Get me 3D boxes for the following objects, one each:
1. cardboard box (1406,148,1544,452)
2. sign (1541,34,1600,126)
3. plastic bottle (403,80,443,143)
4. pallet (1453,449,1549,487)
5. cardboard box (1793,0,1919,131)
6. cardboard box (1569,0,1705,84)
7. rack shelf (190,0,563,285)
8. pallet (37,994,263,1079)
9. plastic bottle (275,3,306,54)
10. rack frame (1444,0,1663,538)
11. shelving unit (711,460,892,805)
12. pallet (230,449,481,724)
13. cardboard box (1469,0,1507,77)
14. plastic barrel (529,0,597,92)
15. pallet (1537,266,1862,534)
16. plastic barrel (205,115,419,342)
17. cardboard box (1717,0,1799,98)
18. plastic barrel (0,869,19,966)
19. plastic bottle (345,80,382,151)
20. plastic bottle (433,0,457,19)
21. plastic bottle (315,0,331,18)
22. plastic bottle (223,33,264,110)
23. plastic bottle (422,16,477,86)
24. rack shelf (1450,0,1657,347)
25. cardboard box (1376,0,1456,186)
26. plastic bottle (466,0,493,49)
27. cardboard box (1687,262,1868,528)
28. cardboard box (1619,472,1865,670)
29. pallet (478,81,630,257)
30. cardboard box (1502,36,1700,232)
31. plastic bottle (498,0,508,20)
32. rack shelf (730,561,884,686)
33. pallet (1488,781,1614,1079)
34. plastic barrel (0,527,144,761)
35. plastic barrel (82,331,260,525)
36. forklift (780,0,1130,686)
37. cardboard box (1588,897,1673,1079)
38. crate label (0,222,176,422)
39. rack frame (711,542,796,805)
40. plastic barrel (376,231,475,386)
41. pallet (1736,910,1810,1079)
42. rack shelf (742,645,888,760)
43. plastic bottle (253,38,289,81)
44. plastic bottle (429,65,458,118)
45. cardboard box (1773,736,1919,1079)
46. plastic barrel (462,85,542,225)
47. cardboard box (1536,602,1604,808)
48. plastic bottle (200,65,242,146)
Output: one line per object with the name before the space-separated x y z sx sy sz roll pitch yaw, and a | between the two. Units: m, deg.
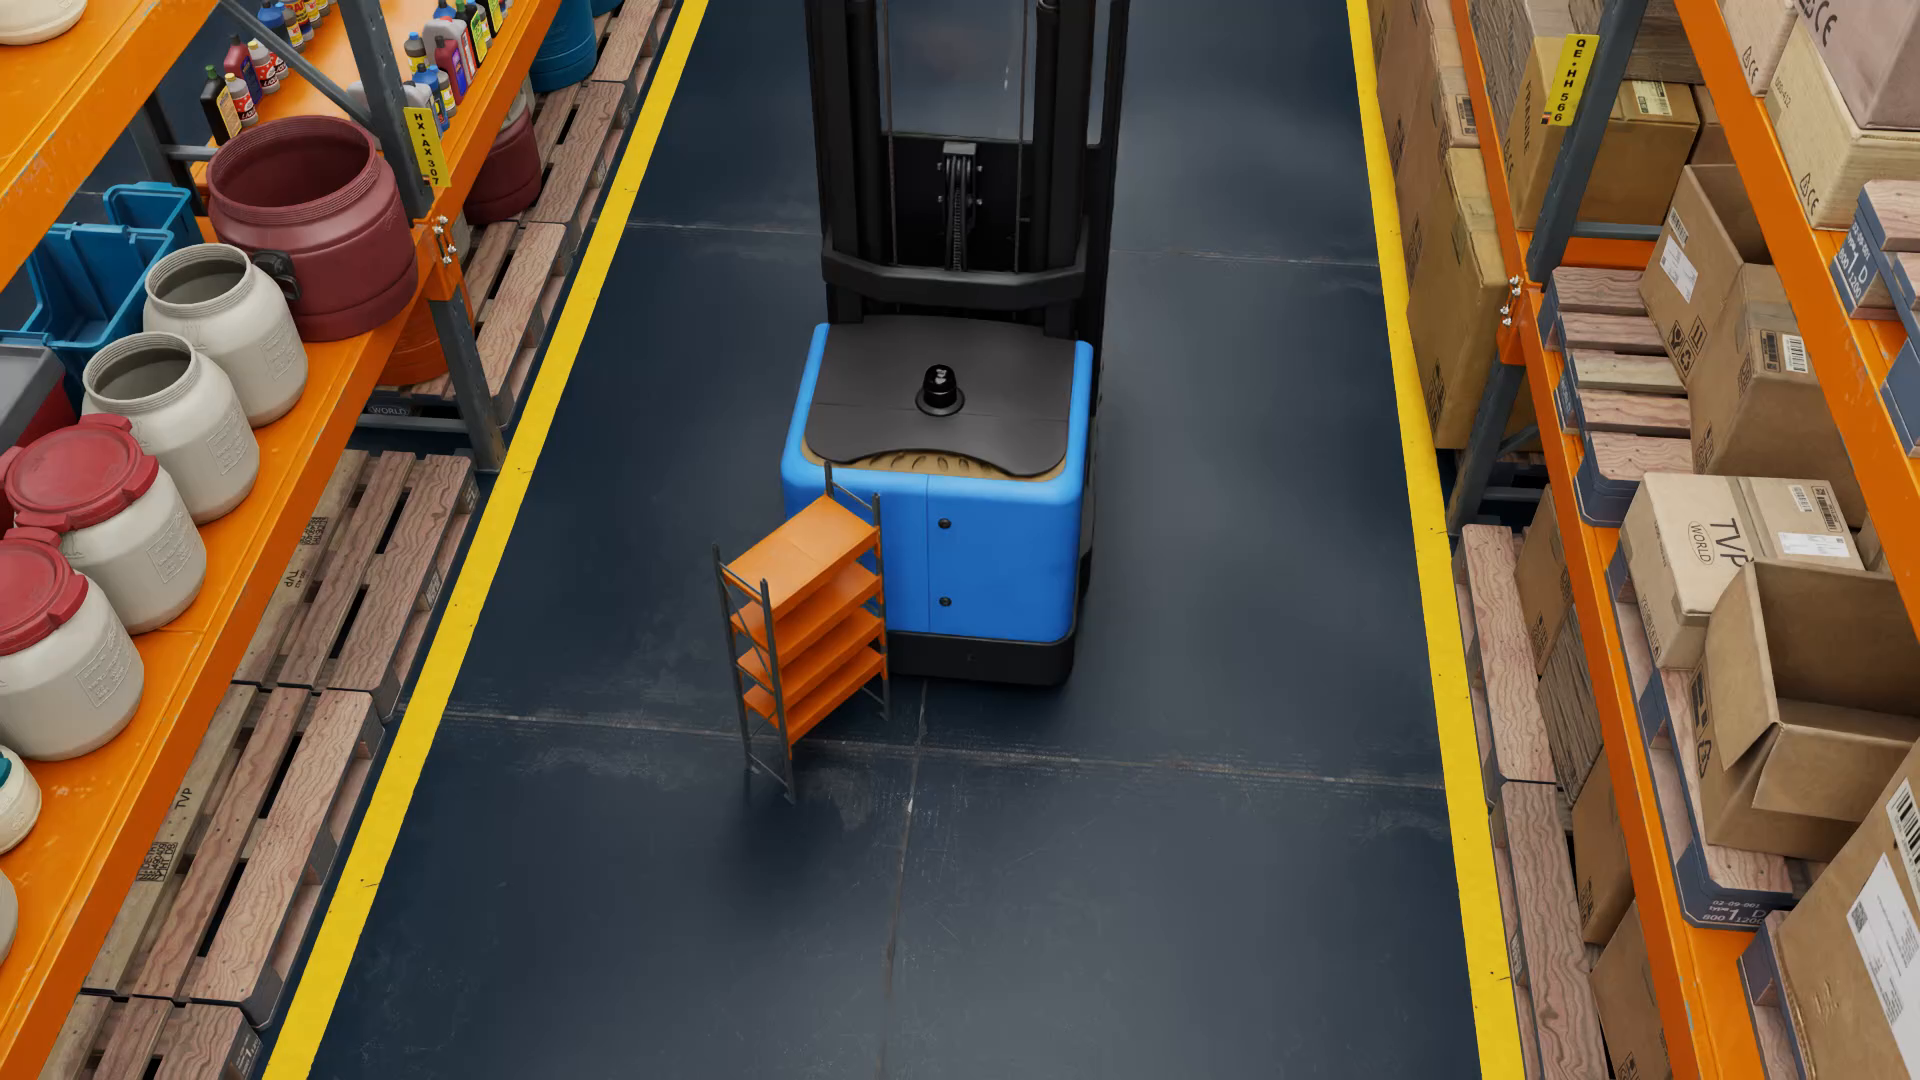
cardboard box | 2.577 -0.966 6.782 1.225 0.875 0.875 2 48 2
sign | 1.941 -1.462 5.295 0.100 0.325 0.005 4 48 4
plastic bottle | -2.077 -1.623 6.312 0.152 0.276 0.135 4 48 4
pallet | 2.641 -0.669 7.245 1.003 0.211 1.213 4 48 4
cardboard box | 2.106 -1.180 3.383 0.500 0.500 0.500 3 48 2
cardboard box | 2.577 -1.944 5.774 0.797 0.503 0.637 5 48 5
rack shelf | -2.256 -2.596 7.605 1.077 0.370 4.000 4 48 4
pallet | -2.770 1.932 4.866 1.003 0.211 1.213 4 48 4
plastic bottle | -2.750 -2.096 6.795 0.097 0.201 0.097 0 48 0
rack frame | 2.494 -1.036 5.691 1.000 3.000 0.127 4 48 4
shelving unit | -0.512 0.340 5.652 0.258 1.200 0.503 34 56 27
pallet | -2.548 0.139 6.506 1.003 0.211 1.213 4 48 4
cardboard box | 2.387 -2.197 6.685 0.500 0.500 0.500 2 48 2
plastic barrel | -2.205 -2.823 8.463 0.600 0.901 0.708 4 48 4
pallet | 2.535 -0.440 5.276 1.213 0.211 1.003 4 48 4
plastic barrel | -2.179 -1.054 5.615 0.600 0.536 0.708 4 48 4
cardboard box | 2.150 -1.292 3.994 0.500 0.250 0.500 5 48 4
plastic barrel | -2.498 0.836 3.886 0.433 0.535 0.433 0 48 0
plastic bottle | -2.229 -1.634 6.321 0.152 0.276 0.135 4 48 4
plastic bottle | -2.058 -2.049 6.705 0.097 0.271 0.097 0 48 0
plastic bottle | -2.724 -2.310 6.991 0.097 0.201 0.097 0 48 0
plastic bottle | -2.806 -1.825 6.492 0.061 0.283 0.133 4 48 4
plastic bottle | -2.035 -1.963 6.623 0.152 0.276 0.135 4 48 4
rack shelf | 2.676 -2.263 7.300 1.077 0.370 4.000 4 48 4
cardboard box | 2.739 -2.272 7.976 1.225 0.875 0.875 2 48 2
plastic bottle | -1.985 -2.120 6.816 0.097 0.201 0.097 0 48 0
cardboard box | 2.533 -0.395 4.752 0.700 0.500 0.500 10 48 9
cardboard box | 2.112 0.089 4.479 0.500 0.250 0.500 3 48 2
pallet | -2.294 -1.904 8.374 1.003 0.211 1.213 4 48 4
cardboard box | 2.292 -1.449 6.001 0.500 0.500 0.500 5 48 5
plastic bottle | -1.964 -2.313 6.946 0.097 0.271 0.097 0 48 0
rack shelf | -0.512 0.234 5.537 0.258 0.148 0.480 34 56 27
pallet | 2.307 1.373 5.377 1.003 0.211 1.213 4 48 4
plastic barrel | -2.431 0.297 4.379 0.433 0.535 0.433 0 48 0
plastic barrel | -2.358 -0.327 4.966 0.421 0.512 0.421 0 48 0
forklift | 0.049 -1.543 6.201 1.130 2.935 3.031 4 48 4
cardboard box | 2.319 1.388 4.869 0.700 0.500 0.500 0 48 0
crate label | -2.798 -0.669 5.331 0.502 0.435 0.616 4 48 4
rack frame | -0.677 0.473 5.530 0.240 1.200 0.015 34 56 27
plastic barrel | -2.411 -1.139 6.971 0.600 0.830 0.708 4 48 4
pallet | 2.344 1.416 3.578 1.003 0.211 1.213 4 48 4
rack shelf | -0.512 0.519 5.848 0.258 0.148 0.480 34 56 27
plastic bottle | -2.768 -1.953 6.664 0.097 0.201 0.097 0 48 0
plastic bottle | -2.031 -1.753 6.481 0.097 0.201 0.097 0 48 0
cardboard box | 2.341 0.985 3.151 1.000 1.000 1.000 4 48 4
plastic barrel | -2.308 -1.887 7.819 0.600 0.588 0.708 4 48 4
cardboard box | 2.415 0.561 5.626 0.700 0.500 0.500 0 48 0
plastic bottle | -2.827 -1.656 6.337 0.061 0.283 0.133 4 48 4
